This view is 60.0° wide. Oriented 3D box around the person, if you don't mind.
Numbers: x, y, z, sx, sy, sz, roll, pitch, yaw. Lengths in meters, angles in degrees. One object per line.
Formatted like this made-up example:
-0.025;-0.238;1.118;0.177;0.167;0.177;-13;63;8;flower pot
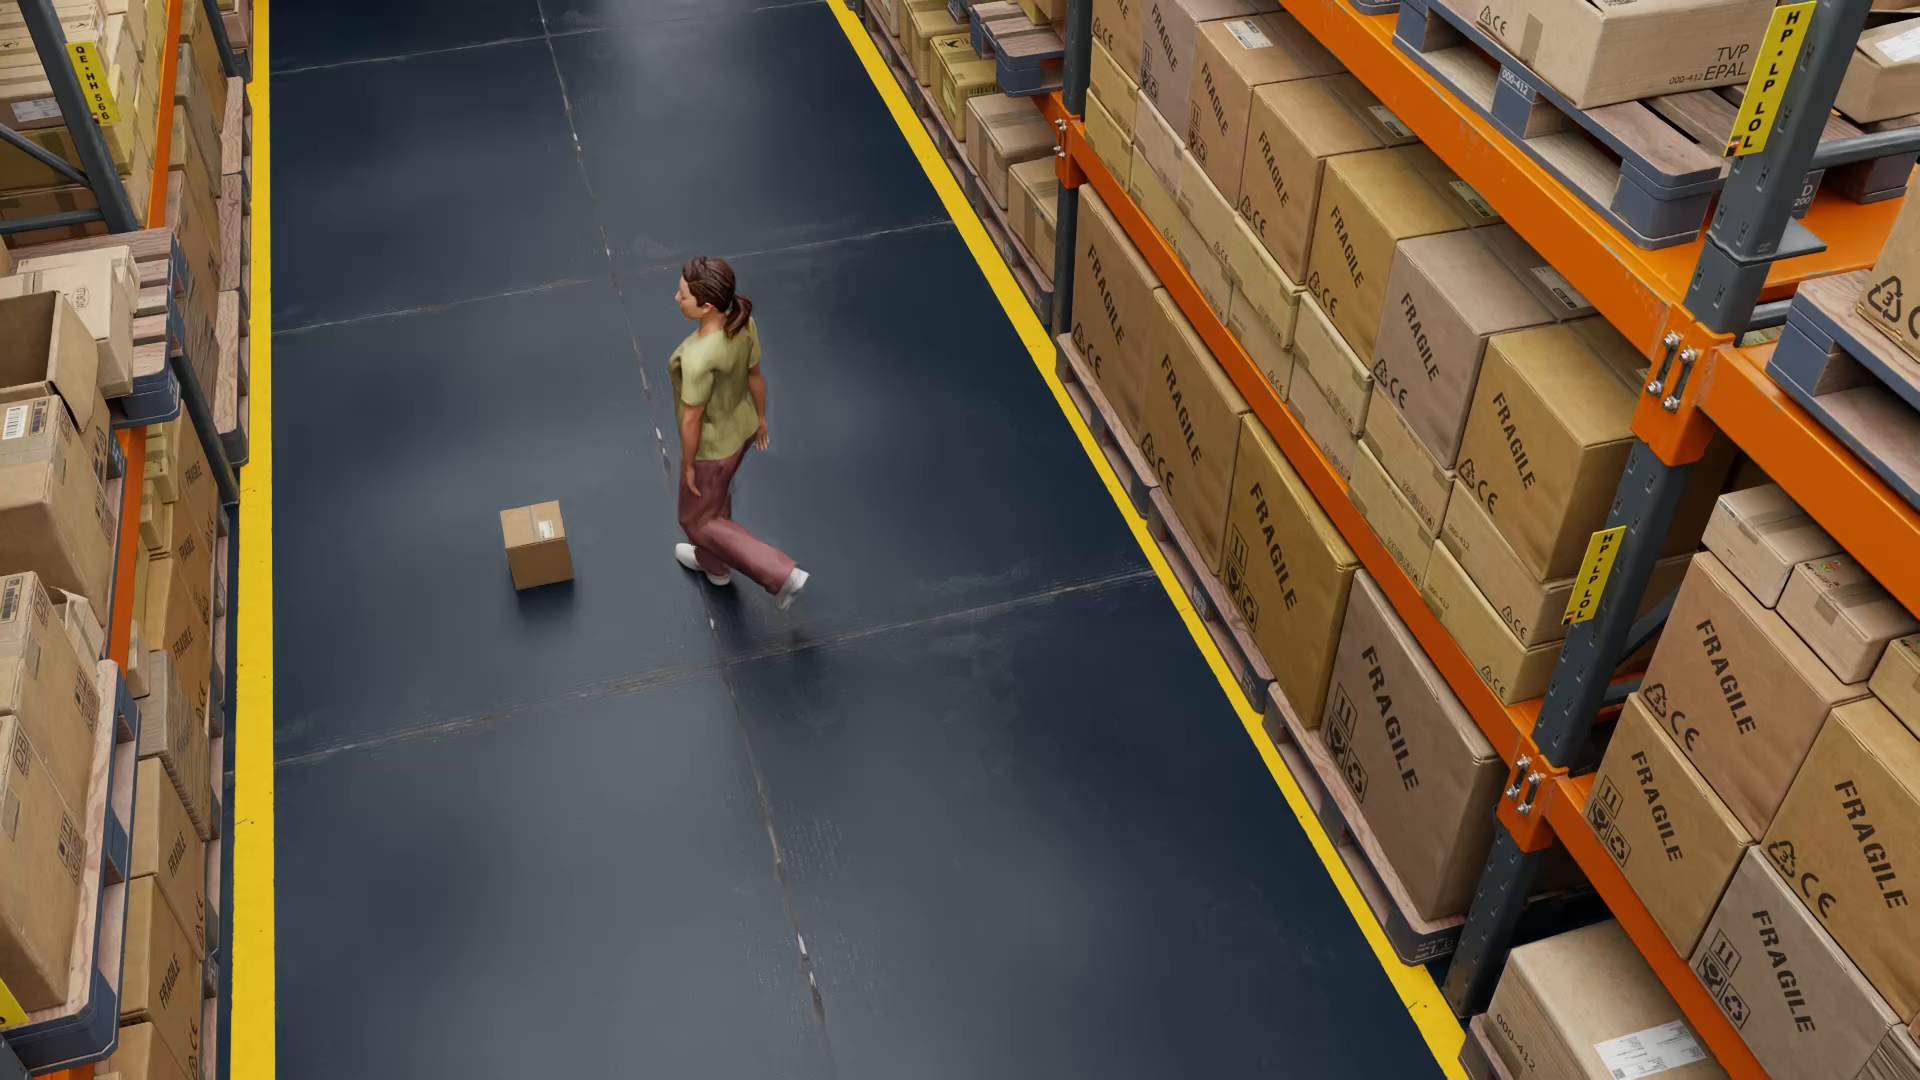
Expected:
-0.924;-0.385;6.578;0.779;1.642;0.471;20;46;20;person
